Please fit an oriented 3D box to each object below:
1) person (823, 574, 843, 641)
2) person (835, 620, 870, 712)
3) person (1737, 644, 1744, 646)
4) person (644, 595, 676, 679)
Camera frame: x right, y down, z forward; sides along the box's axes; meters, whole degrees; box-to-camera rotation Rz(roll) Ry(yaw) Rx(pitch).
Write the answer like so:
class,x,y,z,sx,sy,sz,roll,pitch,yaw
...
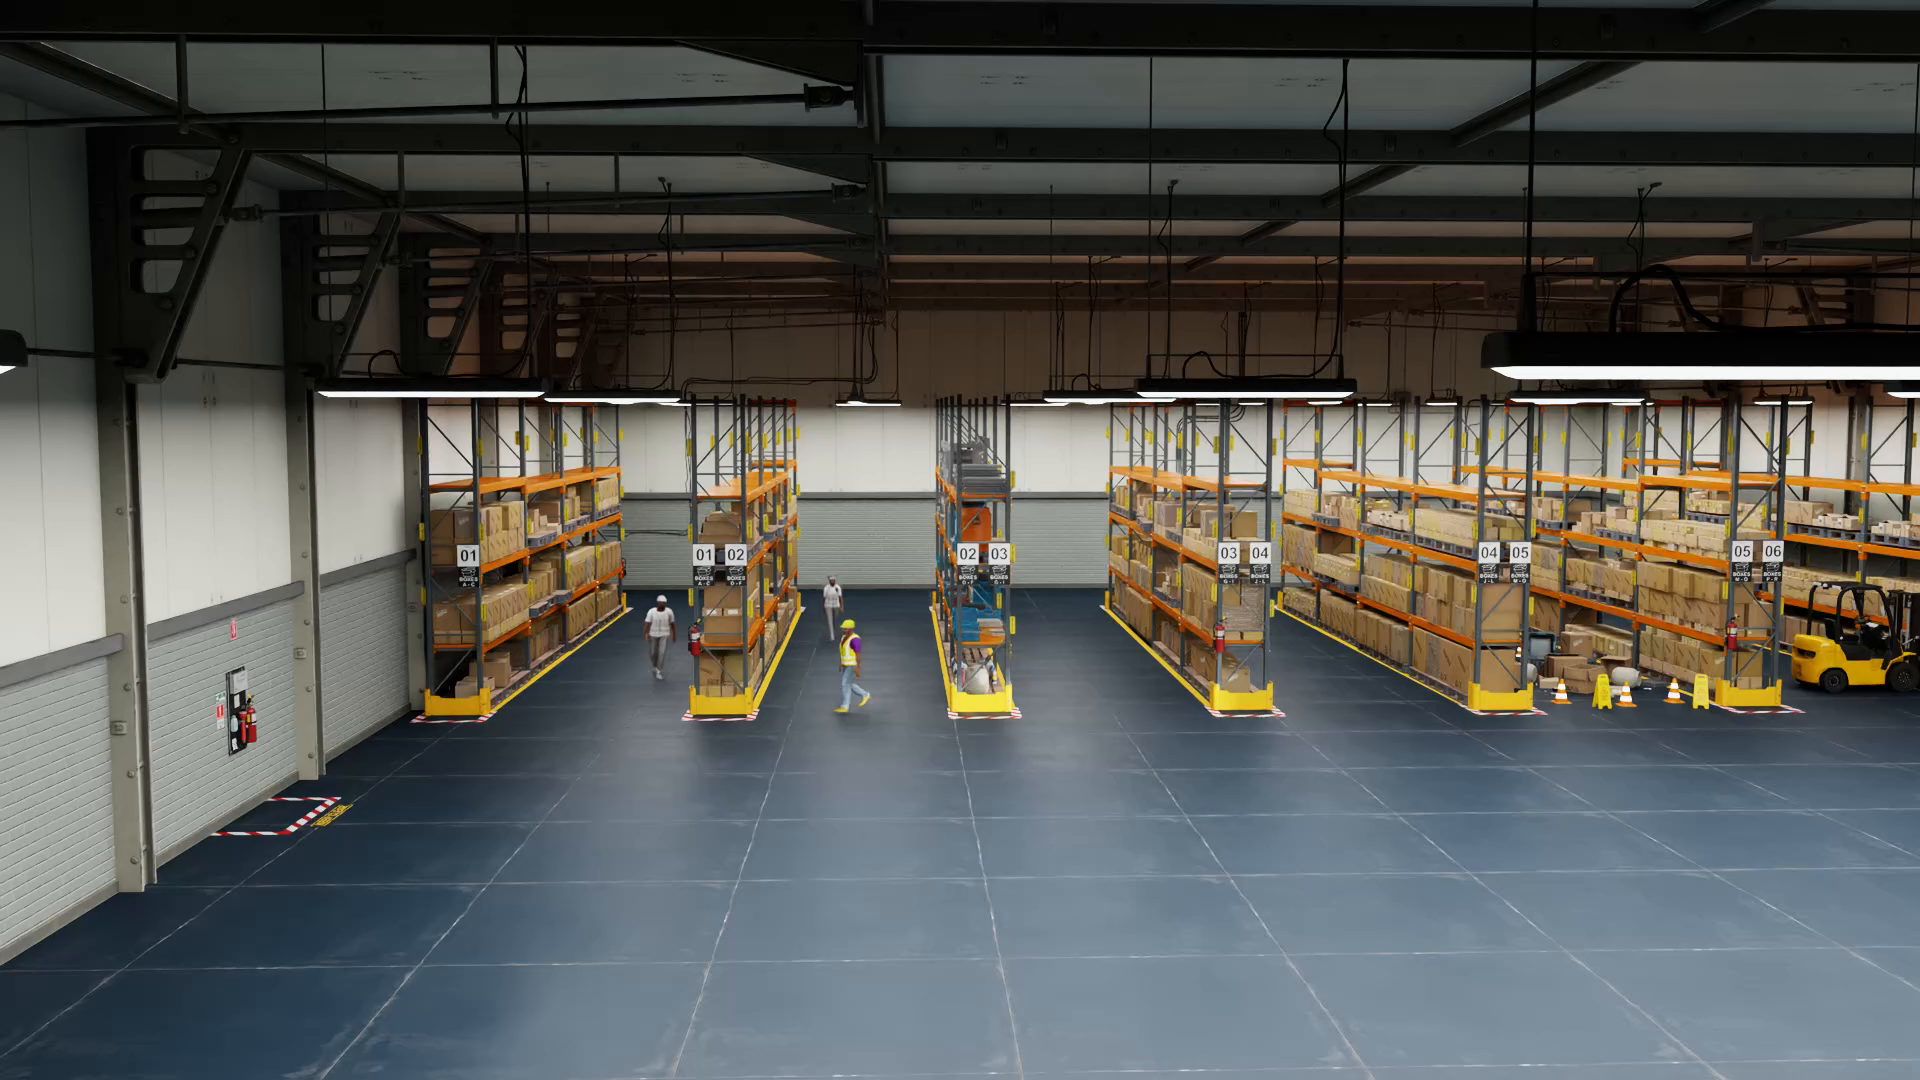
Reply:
class,x,y,z,sx,sy,sz,roll,pitch,yaw
person,-3.142,1.651,41.212,0.466,1.620,1.068,-1,5,-17
person,-2.046,2.373,31.525,0.824,1.753,0.660,-2,5,-27
person,16.907,2.086,36.265,0.534,1.577,0.691,-1,5,-12
person,-6.428,2.065,35.655,0.665,1.765,0.773,-1,5,-10
